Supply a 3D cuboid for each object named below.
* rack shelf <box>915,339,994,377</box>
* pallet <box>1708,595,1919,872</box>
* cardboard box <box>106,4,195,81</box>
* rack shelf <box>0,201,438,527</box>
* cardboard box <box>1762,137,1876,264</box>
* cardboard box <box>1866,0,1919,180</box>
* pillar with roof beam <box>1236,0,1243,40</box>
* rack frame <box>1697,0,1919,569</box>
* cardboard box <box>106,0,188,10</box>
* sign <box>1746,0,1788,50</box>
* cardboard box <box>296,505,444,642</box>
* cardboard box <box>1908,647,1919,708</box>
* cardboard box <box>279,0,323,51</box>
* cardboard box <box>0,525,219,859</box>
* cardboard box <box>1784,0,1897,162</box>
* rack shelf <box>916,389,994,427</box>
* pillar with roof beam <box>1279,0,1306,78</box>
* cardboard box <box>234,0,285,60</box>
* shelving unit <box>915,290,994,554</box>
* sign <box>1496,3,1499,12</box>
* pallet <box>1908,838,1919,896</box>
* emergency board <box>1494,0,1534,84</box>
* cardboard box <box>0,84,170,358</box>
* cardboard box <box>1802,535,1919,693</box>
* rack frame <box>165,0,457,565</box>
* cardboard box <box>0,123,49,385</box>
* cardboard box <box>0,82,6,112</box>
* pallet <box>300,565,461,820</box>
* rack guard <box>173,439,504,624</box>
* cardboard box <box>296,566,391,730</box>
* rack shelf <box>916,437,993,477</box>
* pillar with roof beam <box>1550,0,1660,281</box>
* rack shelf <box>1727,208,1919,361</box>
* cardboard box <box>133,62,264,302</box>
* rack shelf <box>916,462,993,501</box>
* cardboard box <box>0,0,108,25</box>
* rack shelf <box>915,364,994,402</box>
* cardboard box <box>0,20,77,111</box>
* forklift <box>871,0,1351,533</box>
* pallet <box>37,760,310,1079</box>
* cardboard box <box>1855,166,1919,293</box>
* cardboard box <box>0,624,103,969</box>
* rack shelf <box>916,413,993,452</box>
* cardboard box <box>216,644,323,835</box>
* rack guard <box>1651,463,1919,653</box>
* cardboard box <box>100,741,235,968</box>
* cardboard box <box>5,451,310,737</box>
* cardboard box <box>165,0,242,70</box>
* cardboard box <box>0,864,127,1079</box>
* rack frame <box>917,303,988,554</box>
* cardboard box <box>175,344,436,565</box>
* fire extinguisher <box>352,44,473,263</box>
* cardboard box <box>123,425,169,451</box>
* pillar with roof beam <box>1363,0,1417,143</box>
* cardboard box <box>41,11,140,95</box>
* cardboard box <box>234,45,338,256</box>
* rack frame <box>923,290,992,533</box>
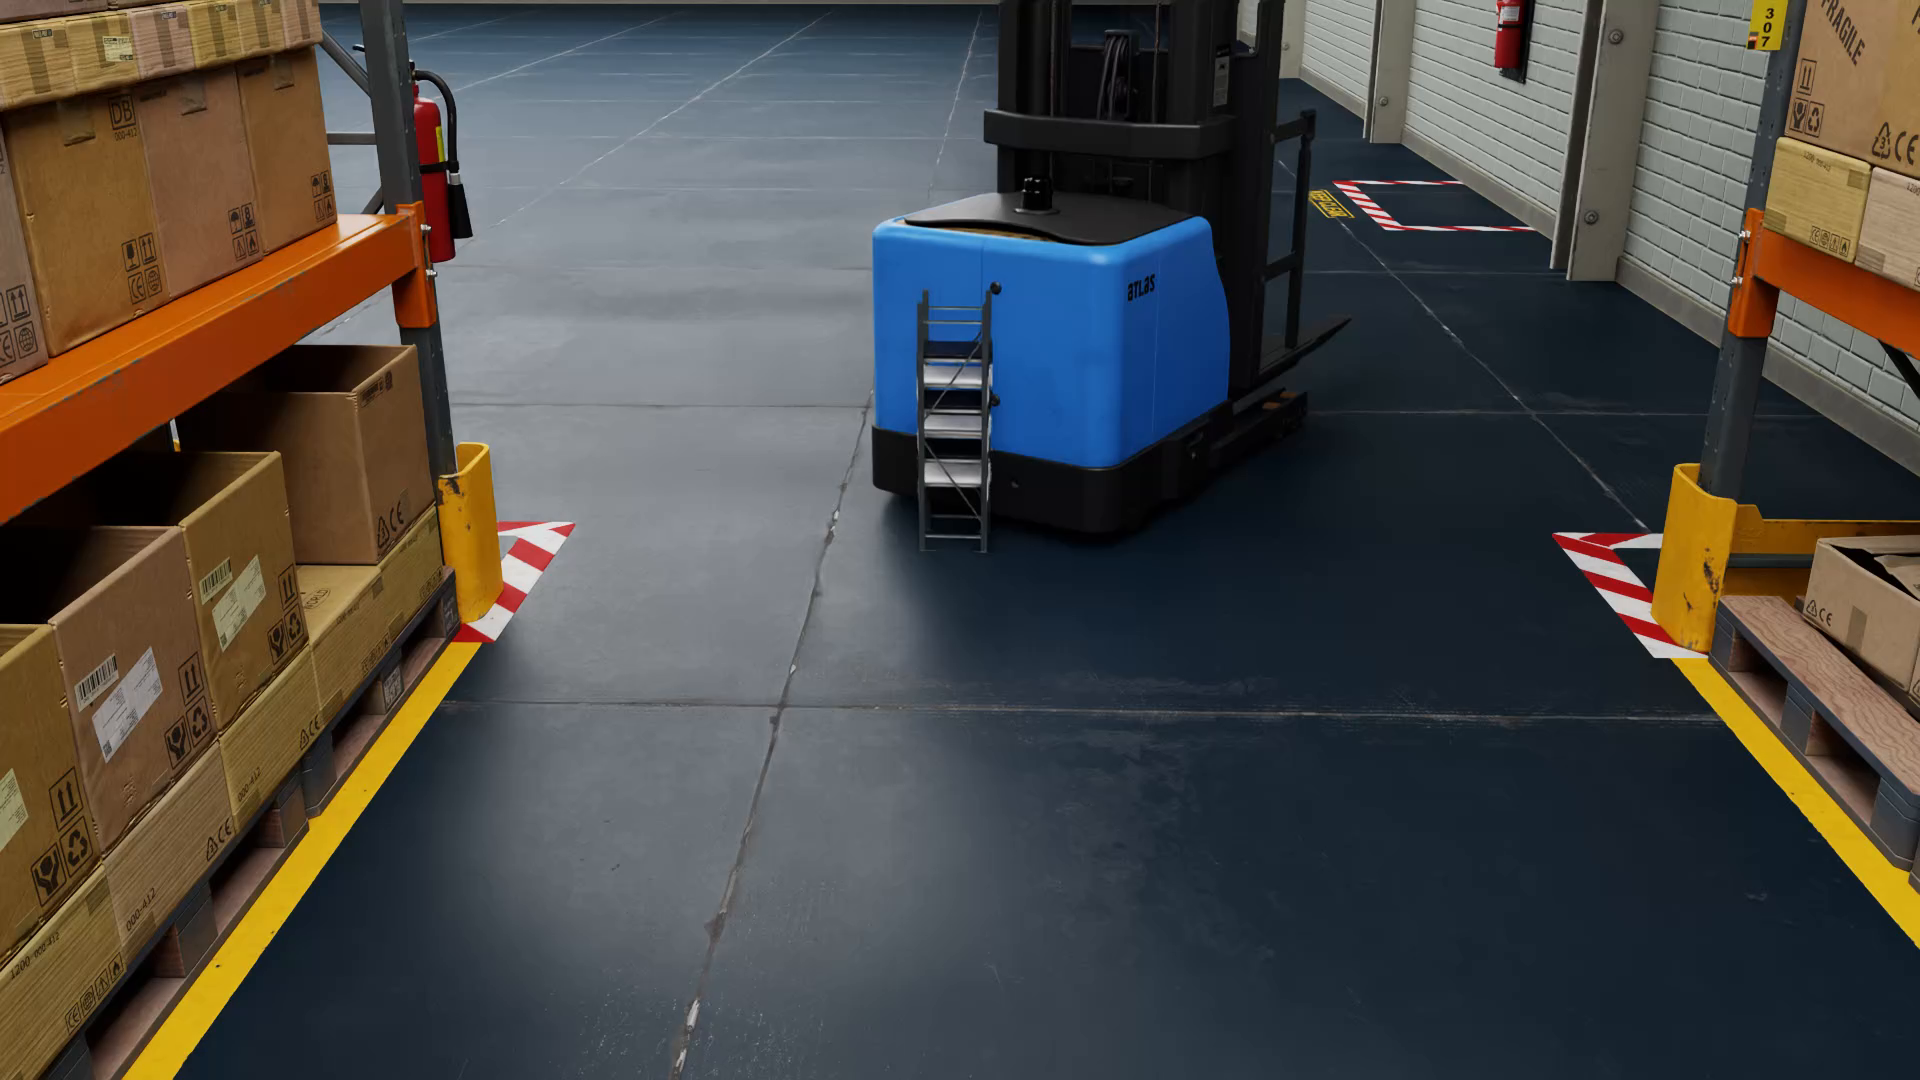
[{"bbox_3d":[-0.017,-0.632,5.759,0.258,0.077,0.200,2,21,4],"label":"rack shelf"},{"bbox_3d":[2.765,0.486,4.485,1.003,0.211,1.213,1,21,2],"label":"pallet"},{"bbox_3d":[-1.969,-1.119,3.731,0.380,0.149,0.250,1,21,2],"label":"cardboard box"},{"bbox_3d":[-2.185,-0.130,3.211,1.077,0.370,4.000,1,21,2],"label":"rack shelf"},{"bbox_3d":[2.495,-0.901,4.385,0.500,0.250,0.500,0,21,0],"label":"cardboard box"},{"bbox_3d":[2.487,-1.076,3.798,0.500,0.500,0.500,1,21,2],"label":"cardboard box"},{"bbox_3d":[0.098,-12.394,25.532,9.100,9.000,0.400,1,21,2],"label":"pillar with roof beam"},{"bbox_3d":[2.827,-1.135,4.807,1.000,3.000,0.127,1,21,2],"label":"rack frame"},{"bbox_3d":[-2.163,-1.461,3.717,0.700,0.500,0.500,0,21,0],"label":"cardboard box"},{"bbox_3d":[2.285,-1.544,4.666,0.100,0.325,0.005,1,21,2],"label":"sign"},{"bbox_3d":[-1.845,0.095,4.857,0.500,0.250,0.500,1,21,2],"label":"cardboard box"},{"bbox_3d":[2.699,0.369,4.041,0.500,0.311,0.500,2,21,6],"label":"cardboard box"},{"bbox_3d":[-1.945,-1.397,4.447,0.380,0.149,0.250,0,21,1],"label":"cardboard box"},{"bbox_3d":[-1.875,0.288,3.324,0.500,0.500,0.500,1,21,2],"label":"cardboard box"},{"bbox_3d":[2.512,-1.255,4.259,0.500,0.500,0.500,1,21,2],"label":"cardboard box"},{"bbox_3d":[-0.017,-0.464,5.824,0.258,0.077,0.200,2,21,4],"label":"rack shelf"},{"bbox_3d":[-0.085,-10.225,19.941,9.100,9.000,0.400,1,21,2],"label":"pillar with roof beam"},{"bbox_3d":[-1.952,-1.302,4.203,0.380,0.149,0.250,1,21,3],"label":"cardboard box"},{"bbox_3d":[-0.017,-0.411,5.845,0.258,0.900,0.210,2,21,4],"label":"shelving unit"},{"bbox_3d":[4.086,-4.150,12.529,0.001,0.329,0.234,1,21,2],"label":"sign"},{"bbox_3d":[2.725,0.926,3.351,1.003,0.211,1.213,1,21,2],"label":"pallet"},{"bbox_3d":[3.966,-3.935,12.023,0.194,1.169,0.643,1,21,2],"label":"emergency board"},{"bbox_3d":[-2.183,-0.697,3.539,0.700,0.500,0.500,1,21,2],"label":"cardboard box"},{"bbox_3d":[2.716,0.163,4.572,0.500,0.311,0.500,-2,21,-4],"label":"cardboard box"},{"bbox_3d":[-2.124,-1.188,4.944,1.000,3.000,0.127,1,21,2],"label":"rack frame"},{"bbox_3d":[-2.196,-0.506,3.049,0.700,0.500,0.500,1,21,3],"label":"cardboard box"},{"bbox_3d":[-1.990,-0.836,3.002,0.380,0.149,0.250,0,21,1],"label":"cardboard box"},{"bbox_3d":[-2.106,0.389,4.735,1.003,0.211,1.213,1,21,2],"label":"pallet"},{"bbox_3d":[-2.123,-0.031,5.419,1.175,0.500,0.348,1,21,2],"label":"rack guard"},{"bbox_3d":[-1.848,0.276,4.391,0.500,0.250,0.500,1,21,2],"label":"cardboard box"},{"bbox_3d":[-0.017,-0.296,5.889,0.258,0.077,0.200,2,21,4],"label":"rack shelf"},{"bbox_3d":[-0.450,-5.886,8.758,9.100,9.000,0.400,1,21,2],"label":"pillar with roof beam"},{"bbox_3d":[2.767,-0.076,3.074,1.077,0.370,4.000,1,21,2],"label":"rack shelf"},{"bbox_3d":[-2.162,-0.876,4.002,0.700,0.500,0.500,1,21,3],"label":"cardboard box"},{"bbox_3d":[-0.017,-0.212,5.922,0.258,0.077,0.200,2,21,4],"label":"rack shelf"},{"bbox_3d":[-2.178,-1.279,3.247,0.700,0.500,0.500,1,21,2],"label":"cardboard box"},{"bbox_3d":[-0.017,-0.548,5.792,0.258,0.077,0.200,2,21,4],"label":"rack shelf"},{"bbox_3d":[-1.983,-0.929,3.241,0.380,0.149,0.250,1,21,3],"label":"cardboard box"},{"bbox_3d":[0.868,-1.873,6.804,1.130,2.935,3.031,13,25,29],"label":"forklift"},{"bbox_3d":[-2.145,0.829,3.601,1.003,0.211,1.213,1,21,2],"label":"pallet"},{"bbox_3d":[2.494,-0.713,3.901,0.500,0.250,0.500,0,21,0],"label":"cardboard box"},{"bbox_3d":[-1.889,0.469,2.858,0.500,0.500,0.500,1,21,2],"label":"cardboard box"},{"bbox_3d":[-0.017,-0.380,5.857,0.258,0.077,0.200,2,21,4],"label":"rack shelf"},{"bbox_3d":[-1.862,0.457,3.925,0.500,0.250,0.500,1,21,2],"label":"cardboard box"},{"bbox_3d":[2.825,0.058,5.189,1.175,0.500,0.348,1,21,2],"label":"rack guard"},{"bbox_3d":[-1.879,0.638,3.459,0.500,0.250,0.500,1,21,2],"label":"cardboard box"},{"bbox_3d":[-1.859,0.107,3.790,0.500,0.500,0.500,1,21,2],"label":"cardboard box"},{"bbox_3d":[-1.960,-1.210,3.965,0.380,0.149,0.250,0,21,1],"label":"cardboard box"},{"bbox_3d":[-1.888,0.819,2.993,0.500,0.250,0.500,1,21,2],"label":"cardboard box"},{"bbox_3d":[-0.025,-0.375,5.750,0.240,0.900,0.006,2,21,4],"label":"rack frame"},{"bbox_3d":[-1.843,-0.254,4.722,0.500,0.500,0.500,1,21,2],"label":"cardboard box"},{"bbox_3d":[-1.656,-1.190,5.055,0.296,0.674,0.183,1,21,2],"label":"fire extinguisher"},{"bbox_3d":[-2.376,-0.079,4.271,0.500,0.500,0.500,1,21,2],"label":"cardboard box"},{"bbox_3d":[-0.267,-8.055,14.349,9.100,9.000,0.400,1,21,2],"label":"pillar with roof beam"},{"bbox_3d":[-1.977,-1.024,3.486,0.380,0.149,0.250,1,21,3],"label":"cardboard box"},{"bbox_3d":[-2.151,-1.066,4.491,0.700,0.500,0.500,1,21,2],"label":"cardboard box"},{"bbox_3d":[-0.010,-0.448,5.939,0.240,0.900,0.006,2,21,4],"label":"rack frame"}]
